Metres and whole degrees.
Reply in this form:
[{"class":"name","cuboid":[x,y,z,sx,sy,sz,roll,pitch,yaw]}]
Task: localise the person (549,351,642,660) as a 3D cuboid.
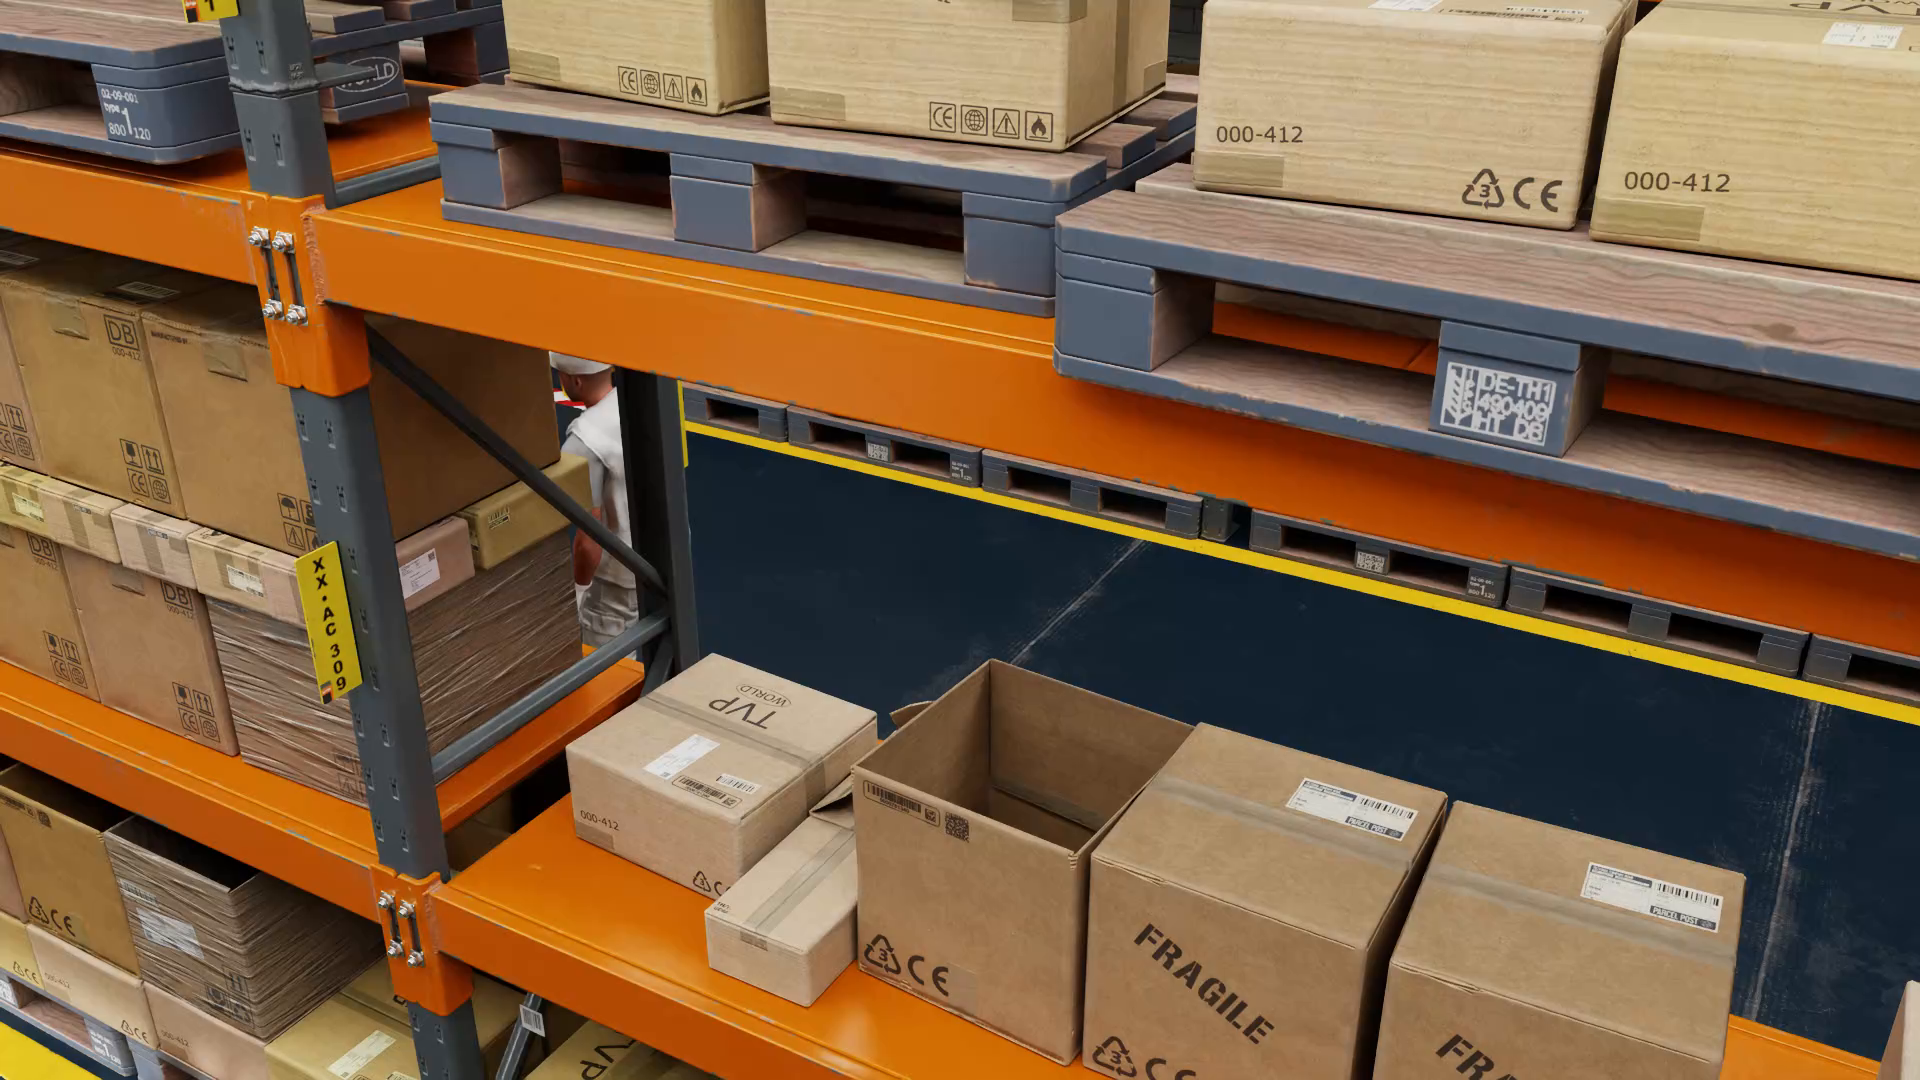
[{"class":"person","cuboid":[-1.205,0.076,5.946,0.453,1.777,0.609,12,29,24]}]
